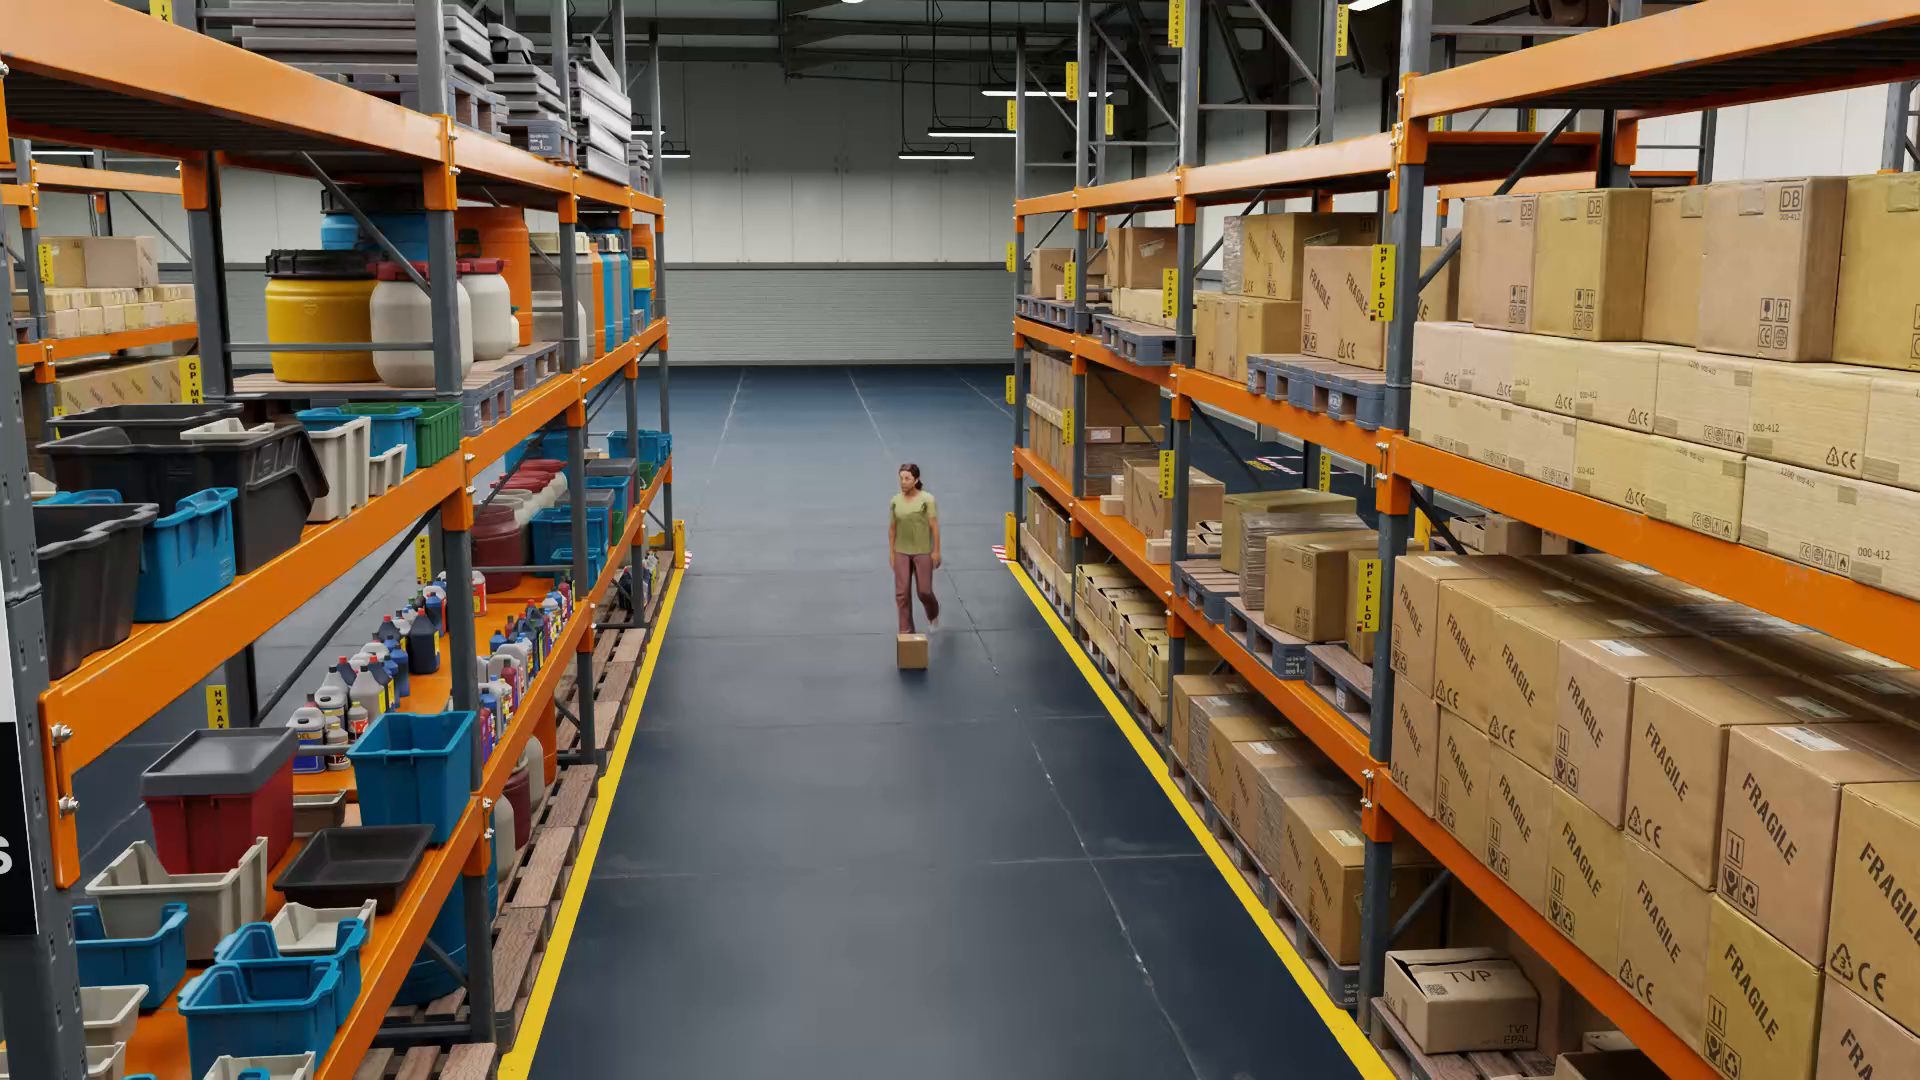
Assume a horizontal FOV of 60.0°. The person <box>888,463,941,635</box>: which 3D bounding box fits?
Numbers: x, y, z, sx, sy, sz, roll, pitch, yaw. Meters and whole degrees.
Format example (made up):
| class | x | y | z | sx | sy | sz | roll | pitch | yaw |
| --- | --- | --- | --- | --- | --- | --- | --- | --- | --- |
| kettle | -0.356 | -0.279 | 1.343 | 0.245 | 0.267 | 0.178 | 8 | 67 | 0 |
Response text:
| class | x | y | z | sx | sy | sz | roll | pitch | yaw |
| --- | --- | --- | --- | --- | --- | --- | --- | --- | --- |
| person | -0.409 | 0.119 | 15.140 | 0.492 | 1.665 | 0.589 | 3 | 11 | 17 |
